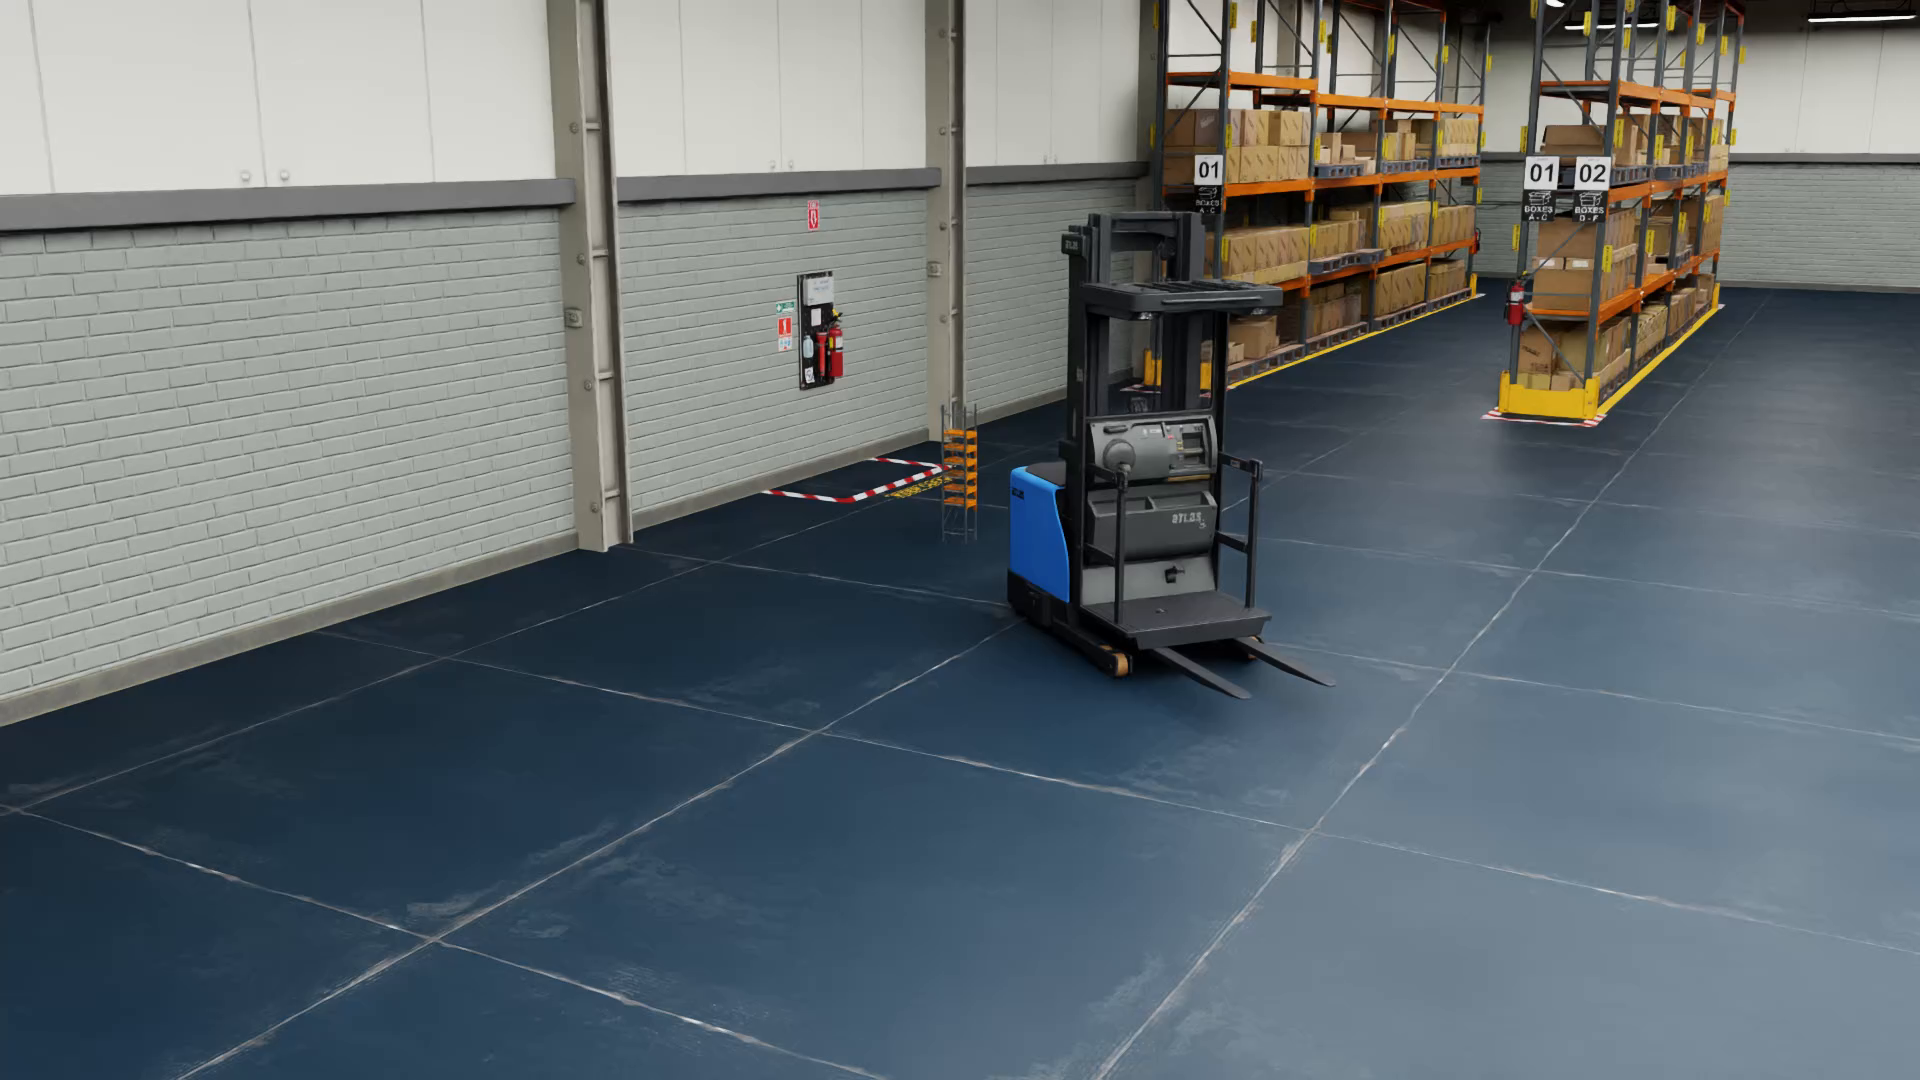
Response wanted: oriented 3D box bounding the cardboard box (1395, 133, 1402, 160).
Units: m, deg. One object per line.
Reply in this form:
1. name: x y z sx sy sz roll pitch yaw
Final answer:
1. cardboard box: 7.928 -7.431 31.404 0.700 0.500 0.500 7 15 28

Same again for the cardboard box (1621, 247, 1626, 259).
1. cardboard box: 8.994 -3.969 22.999 0.380 0.149 0.250 7 15 28

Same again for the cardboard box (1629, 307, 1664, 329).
1. cardboard box: 11.082 -3.612 26.888 0.500 0.311 0.500 7 15 27

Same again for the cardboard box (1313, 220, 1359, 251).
1. cardboard box: 6.562 -5.322 29.056 0.700 0.500 0.500 6 15 23

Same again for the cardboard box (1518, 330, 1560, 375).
1. cardboard box: 7.496 -2.449 21.661 0.500 0.500 0.500 7 15 28

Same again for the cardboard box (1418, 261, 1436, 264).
1. cardboard box: 9.917 -5.853 35.466 0.380 0.149 0.250 8 15 29

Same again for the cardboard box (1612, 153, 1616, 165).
1. cardboard box: 8.220 -4.903 21.410 0.380 0.149 0.250 7 15 28

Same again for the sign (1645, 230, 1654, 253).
1. sign: 9.918 -4.290 23.913 0.100 0.325 0.005 7 15 28

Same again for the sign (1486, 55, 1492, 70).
1. sign: 11.362 -10.261 35.732 0.100 0.325 0.005 7 15 28

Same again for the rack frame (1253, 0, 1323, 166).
1. rack frame: 5.093 -7.370 25.905 1.000 3.000 0.127 7 15 28

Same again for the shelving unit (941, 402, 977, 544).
1. shelving unit: -0.007 -0.580 14.381 0.258 1.200 0.189 7 15 28

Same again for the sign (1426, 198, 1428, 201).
1. sign: 10.411 -7.439 36.976 0.100 0.325 0.005 7 15 28

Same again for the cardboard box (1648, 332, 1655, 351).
1. cardboard box: 10.586 -3.131 26.092 0.500 0.250 0.500 8 16 29

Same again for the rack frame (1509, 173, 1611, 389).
1. rack frame: 7.497 -3.073 20.880 1.000 3.000 0.127 7 15 28

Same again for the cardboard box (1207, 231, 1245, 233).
1. cardboard box: 3.942 -4.368 24.927 0.500 0.500 0.500 8 16 29

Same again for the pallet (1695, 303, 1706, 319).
1. pallet: 14.220 -4.571 33.045 1.003 0.211 1.213 7 15 28

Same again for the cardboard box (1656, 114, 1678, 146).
1. cardboard box: 11.581 -6.796 27.576 0.500 0.500 0.500 7 15 28

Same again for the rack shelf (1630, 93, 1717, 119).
1. rack shelf: 12.332 -7.497 28.818 1.077 0.370 4.000 7 15 28

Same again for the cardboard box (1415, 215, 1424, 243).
1. cardboard box: 8.720 -6.069 32.418 0.500 0.500 0.500 8 15 28

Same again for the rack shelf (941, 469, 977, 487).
1. rack shelf: -0.007 -0.537 14.391 0.258 0.103 0.180 7 15 28

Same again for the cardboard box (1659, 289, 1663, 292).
1. cardboard box: 12.603 -4.351 30.577 0.500 0.500 0.500 8 16 29

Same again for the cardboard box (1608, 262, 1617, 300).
1. cardboard box: 8.480 -3.534 22.578 0.700 0.500 0.500 8 16 30

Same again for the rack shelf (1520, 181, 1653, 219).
1. rack shelf: 8.464 -4.592 22.314 1.077 0.370 4.000 7 15 28

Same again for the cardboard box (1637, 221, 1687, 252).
1. cardboard box: 12.180 -5.275 28.904 0.700 0.500 0.500 11 17 38

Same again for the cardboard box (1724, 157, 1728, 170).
1. cardboard box: 15.215 -7.606 33.601 0.500 0.250 0.500 7 15 28

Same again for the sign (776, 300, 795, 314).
1. sign: -1.736 -2.315 16.527 0.001 0.109 0.331 7 15 28

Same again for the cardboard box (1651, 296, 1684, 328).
1. cardboard box: 12.330 -3.984 29.055 0.500 0.500 0.500 7 15 27

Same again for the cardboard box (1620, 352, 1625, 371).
1. cardboard box: 9.148 -2.540 23.639 0.500 0.250 0.500 7 15 28

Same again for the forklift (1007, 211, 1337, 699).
1. forklift: 1.381 -0.638 10.926 1.130 2.935 3.031 -6 15 -22

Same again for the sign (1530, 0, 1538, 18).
1. sign: 7.029 -6.546 20.325 0.100 0.325 0.005 7 15 28

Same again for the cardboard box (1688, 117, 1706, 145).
1. cardboard box: 13.500 -7.632 31.043 0.700 0.500 0.500 7 15 28

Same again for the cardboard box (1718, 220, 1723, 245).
1. cardboard box: 15.254 -6.281 33.975 0.500 0.500 0.500 8 16 30

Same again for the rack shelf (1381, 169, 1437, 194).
1. rack shelf: 7.993 -6.794 31.447 1.077 0.370 4.000 7 15 28

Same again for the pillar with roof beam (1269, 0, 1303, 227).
1. pillar with roof beam: 9.409 -7.535 26.587 9.100 9.000 0.400 7 15 28

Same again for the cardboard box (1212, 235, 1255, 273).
1. cardboard box: 3.901 -4.099 23.813 0.500 0.500 0.500 7 15 28

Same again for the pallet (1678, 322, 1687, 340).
1. pallet: 12.350 -3.757 29.666 1.003 0.211 1.213 7 15 28

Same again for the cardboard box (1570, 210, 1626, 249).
1. cardboard box: 8.736 -4.275 22.883 0.700 0.500 0.500 7 15 28

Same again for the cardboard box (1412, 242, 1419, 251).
1. cardboard box: 8.702 -5.718 32.345 0.380 0.149 0.250 7 15 28

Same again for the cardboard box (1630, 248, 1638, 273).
1. cardboard box: 10.071 -4.206 25.366 0.500 0.500 0.500 9 16 32

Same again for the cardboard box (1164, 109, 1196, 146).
1. cardboard box: 3.139 -5.754 23.212 0.500 0.500 0.500 8 16 31

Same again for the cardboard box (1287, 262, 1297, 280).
1. cardboard box: 4.881 -4.158 25.658 0.500 0.250 0.500 7 15 28

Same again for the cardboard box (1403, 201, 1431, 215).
1. cardboard box: 8.958 -6.538 32.762 0.500 0.250 0.500 8 16 29

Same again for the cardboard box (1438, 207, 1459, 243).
1. cardboard box: 9.938 -6.650 35.078 0.980 0.700 0.700 7 15 25

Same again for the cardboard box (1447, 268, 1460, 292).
1. cardboard box: 10.401 -5.647 35.996 0.700 0.500 0.500 7 15 28

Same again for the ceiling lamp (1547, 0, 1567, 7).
1. ceiling lamp: 11.013 -11.360 30.001 0.800 3.185 2.000 7 15 28

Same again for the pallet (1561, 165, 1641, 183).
1. pallet: 8.451 -4.882 22.170 1.003 0.211 1.213 7 15 28

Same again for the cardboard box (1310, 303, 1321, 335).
1. cardboard box: 5.640 -3.717 27.947 0.700 0.500 0.500 7 15 27

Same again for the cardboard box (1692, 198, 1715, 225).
1. cardboard box: 14.270 -6.346 32.108 0.500 0.500 0.500 7 15 26

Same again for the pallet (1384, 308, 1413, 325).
1. pallet: 8.064 -4.322 32.009 1.003 0.211 1.213 7 15 28

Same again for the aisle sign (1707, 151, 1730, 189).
1. aisle sign: 15.533 -7.599 34.105 0.394 0.787 0.004 7 15 28

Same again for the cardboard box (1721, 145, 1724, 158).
1. cardboard box: 14.720 -7.645 32.697 0.500 0.250 0.500 7 15 28

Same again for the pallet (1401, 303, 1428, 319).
1. pallet: 8.653 -4.573 33.051 1.003 0.211 1.213 7 15 28

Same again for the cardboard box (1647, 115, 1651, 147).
1. cardboard box: 10.019 -6.089 24.814 0.500 0.500 0.500 9 16 33

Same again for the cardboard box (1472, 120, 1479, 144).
1. cardboard box: 10.779 -8.738 35.587 0.500 0.500 0.500 7 15 28

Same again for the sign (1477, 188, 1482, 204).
1. sign: 11.362 -7.530 36.390 0.100 0.325 0.005 7 15 28
